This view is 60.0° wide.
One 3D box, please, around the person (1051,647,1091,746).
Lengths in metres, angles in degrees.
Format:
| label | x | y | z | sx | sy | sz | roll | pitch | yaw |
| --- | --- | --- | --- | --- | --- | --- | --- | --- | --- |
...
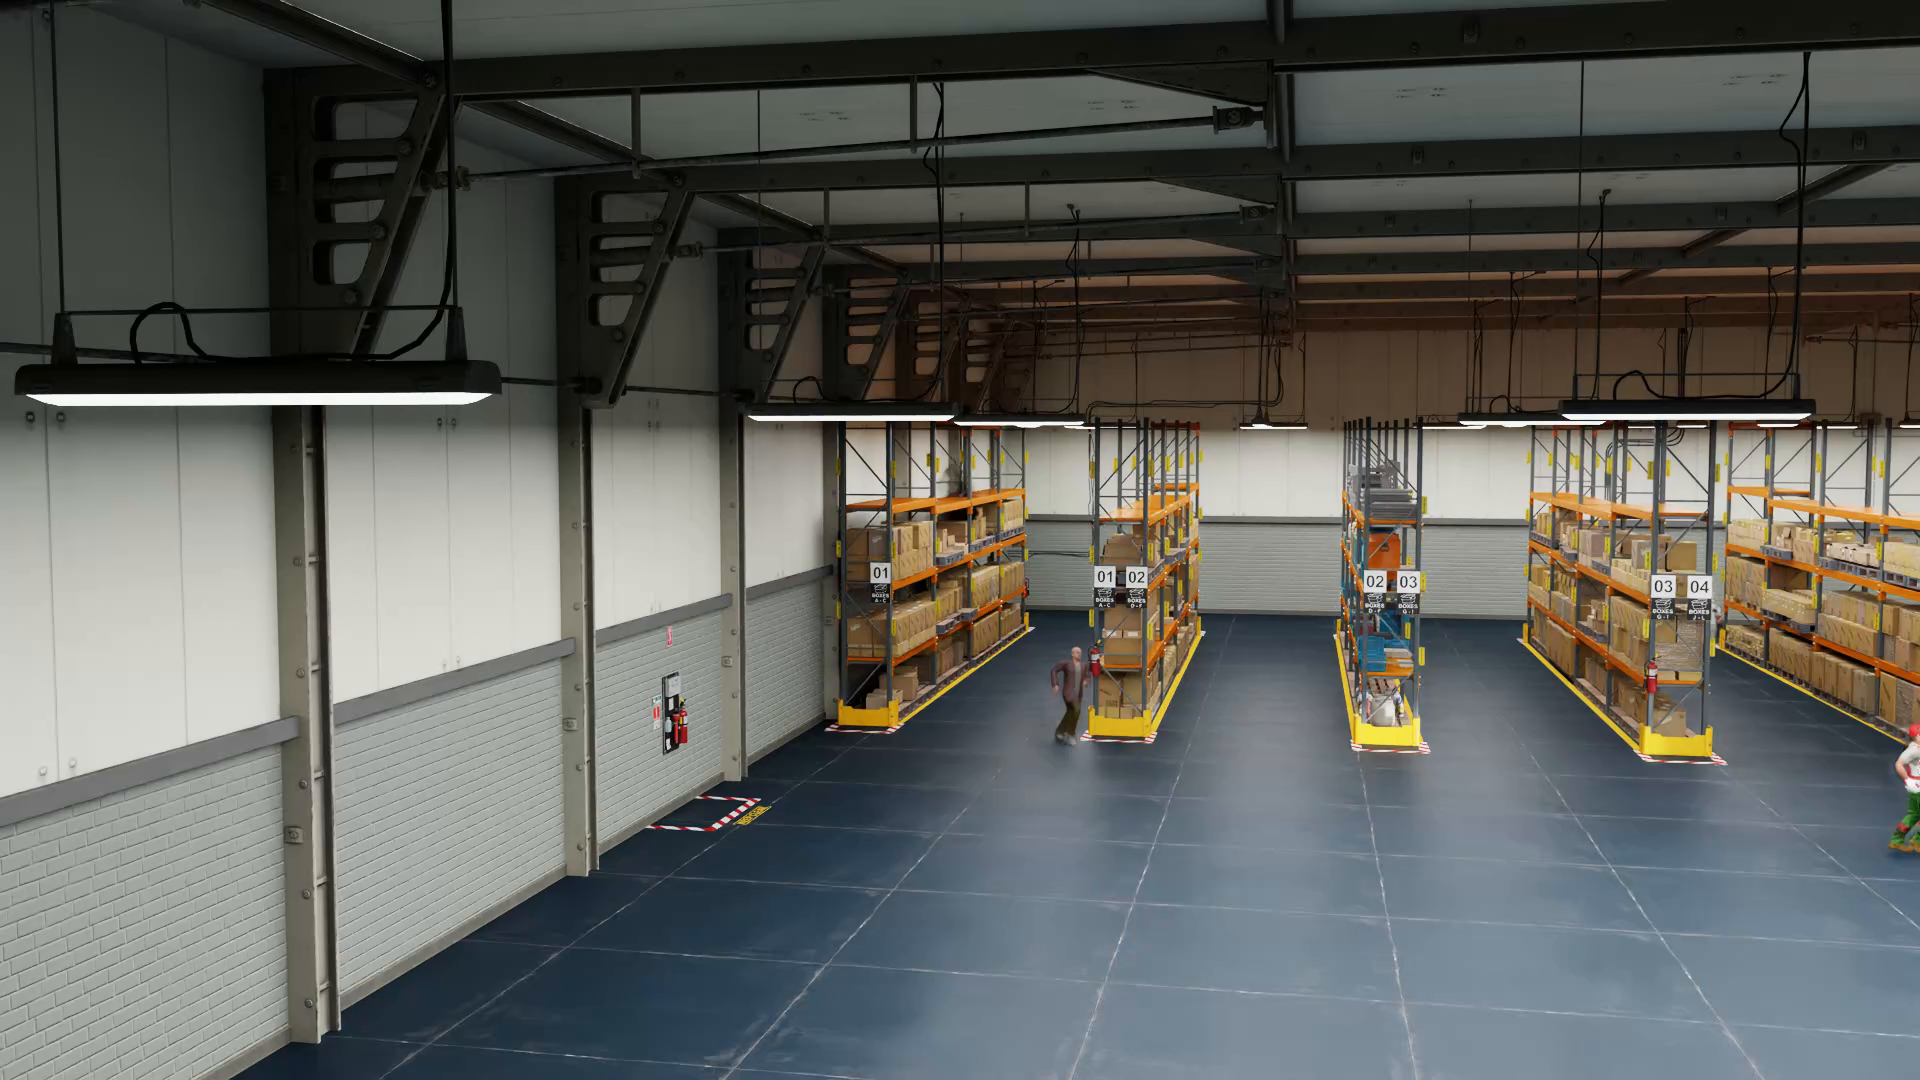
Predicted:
| label | x | y | z | sx | sy | sz | roll | pitch | yaw |
| --- | --- | --- | --- | --- | --- | --- | --- | --- | --- |
| person | 2.098 | 2.852 | 30.626 | 0.689 | 1.755 | 0.759 | -2 | 4 | -31 |

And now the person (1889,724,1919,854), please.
| label | x | y | z | sx | sy | sz | roll | pitch | yaw |
| --- | --- | --- | --- | --- | --- | --- | --- | --- | --- |
| person | 12.943 | 3.374 | 22.391 | 0.709 | 1.792 | 0.641 | 2 | 4 | 29 |

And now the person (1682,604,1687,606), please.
| label | x | y | z | sx | sy | sz | roll | pitch | yaw |
| --- | --- | --- | --- | --- | --- | --- | --- | --- | --- |
| person | 19.954 | 1.970 | 45.301 | 0.645 | 1.782 | 0.754 | -1 | 4 | -8 |

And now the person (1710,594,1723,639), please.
| label | x | y | z | sx | sy | sz | roll | pitch | yaw |
| --- | --- | --- | --- | --- | --- | --- | --- | --- | --- |
| person | 18.484 | 2.187 | 41.045 | 0.634 | 1.747 | 0.605 | 1 | 4 | 13 |
